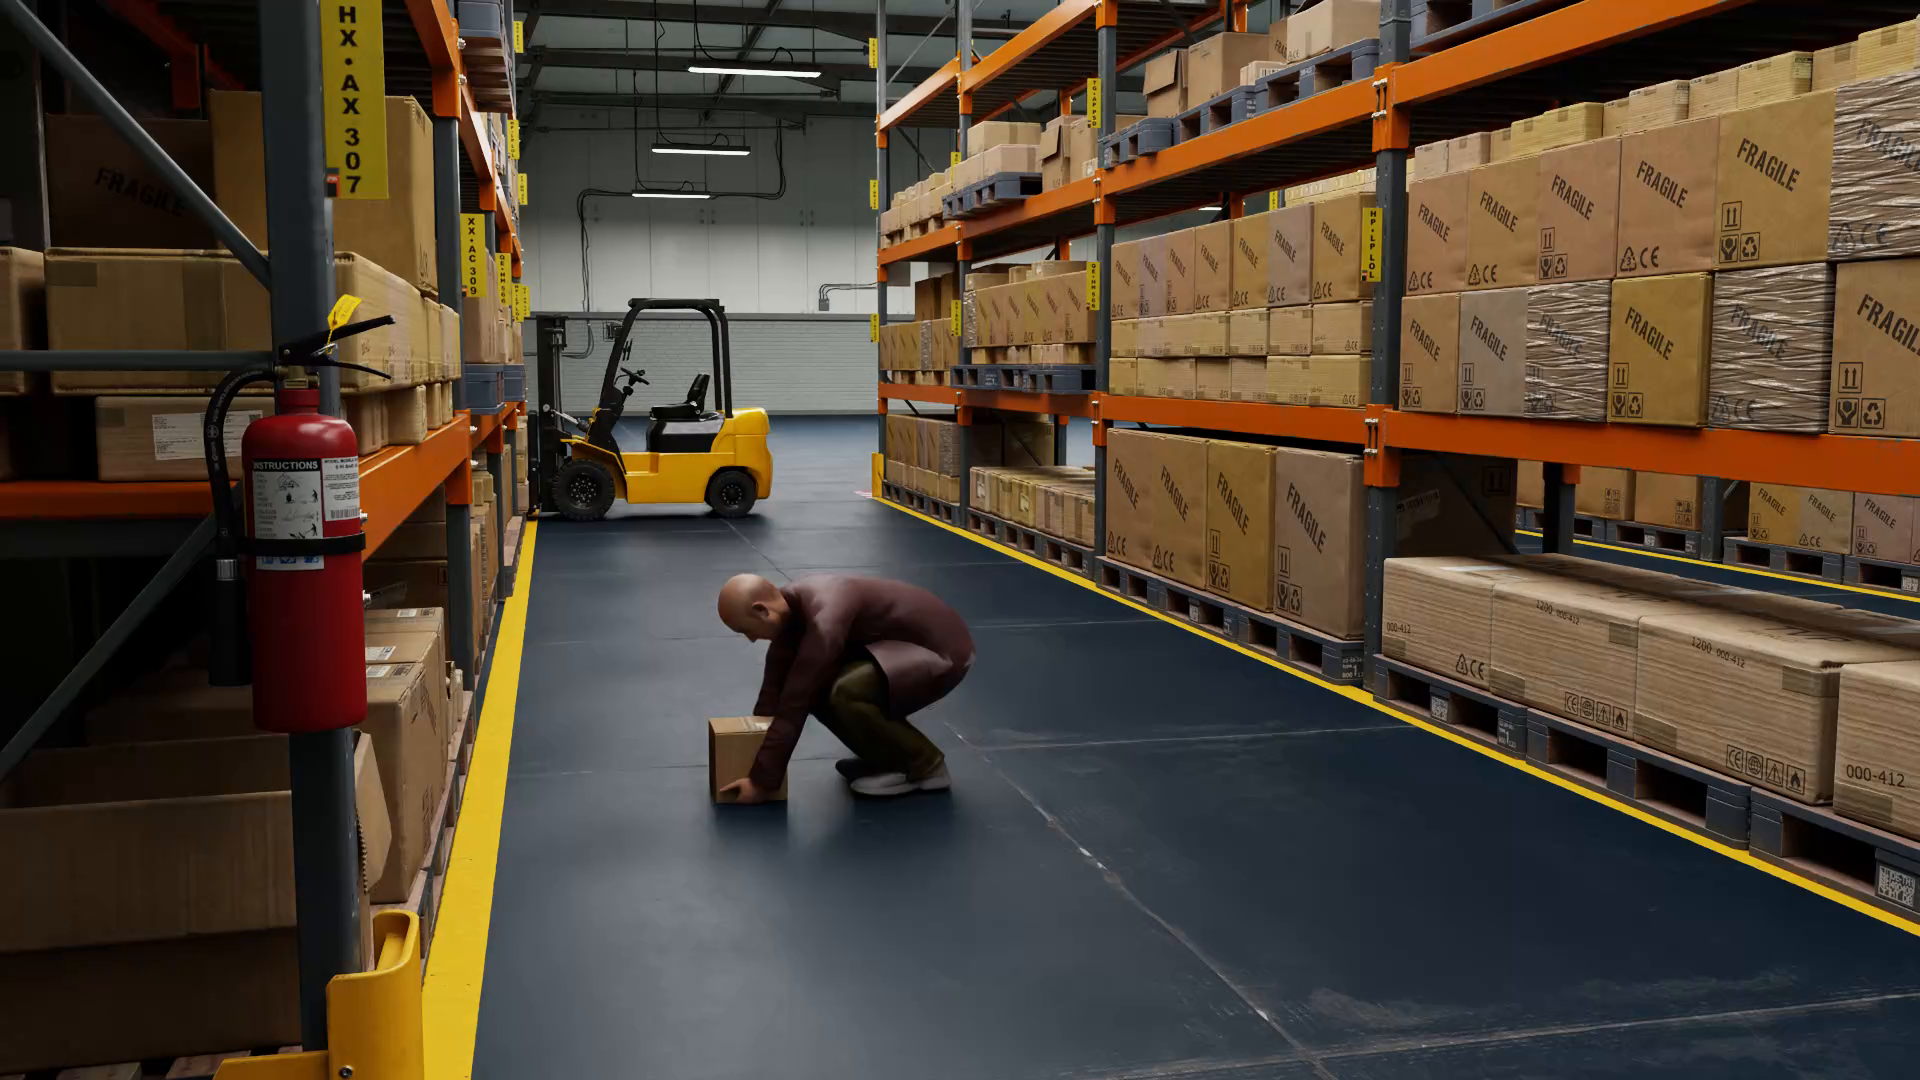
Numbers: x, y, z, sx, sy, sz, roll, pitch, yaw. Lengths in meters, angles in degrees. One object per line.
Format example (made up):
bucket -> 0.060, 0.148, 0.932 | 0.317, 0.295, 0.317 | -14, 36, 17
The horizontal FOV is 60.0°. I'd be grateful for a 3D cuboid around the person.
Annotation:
person -> -0.404, 0.517, 5.918 | 0.941, 0.816, 0.577 | -2, 6, -15
